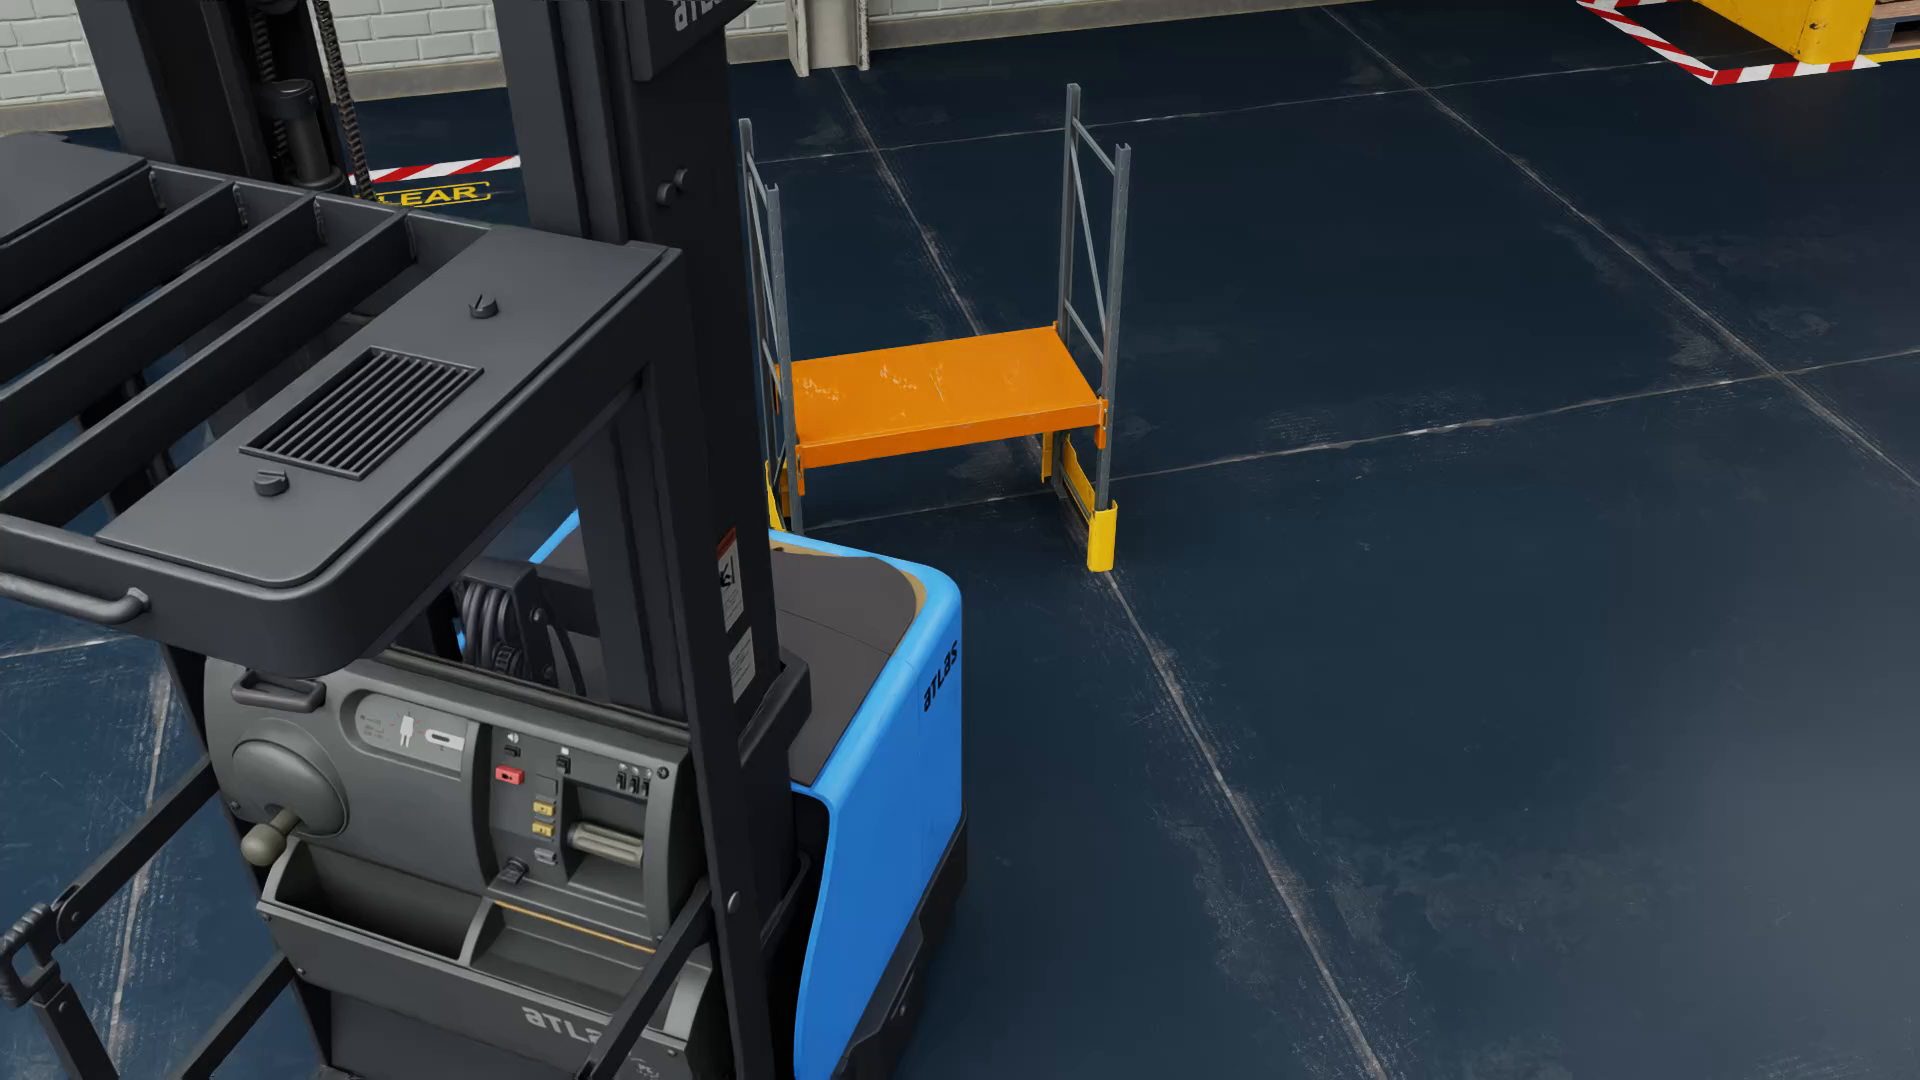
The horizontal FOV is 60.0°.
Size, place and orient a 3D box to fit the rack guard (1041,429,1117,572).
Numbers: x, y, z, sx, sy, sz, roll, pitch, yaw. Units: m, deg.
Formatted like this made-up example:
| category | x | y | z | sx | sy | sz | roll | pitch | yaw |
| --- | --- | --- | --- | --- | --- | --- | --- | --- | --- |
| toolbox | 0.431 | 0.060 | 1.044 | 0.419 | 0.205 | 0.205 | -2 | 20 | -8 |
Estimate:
| category | x | y | z | sx | sy | sz | roll | pitch | yaw |
| --- | --- | --- | --- | --- | --- | --- | --- | --- | --- |
| rack guard | 0.407 | -0.166 | 5.761 | 0.087 | 0.250 | 0.587 | -9 | 38 | -12 |

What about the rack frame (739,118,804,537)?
| category | x | y | z | sx | sy | sz | roll | pitch | yaw |
| --- | --- | --- | --- | --- | --- | --- | --- | --- | --- |
| rack frame | -0.573 | -0.502 | 5.171 | 0.032 | 1.500 | 0.500 | -9 | 38 | -12 |

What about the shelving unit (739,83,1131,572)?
| category | x | y | z | sx | sy | sz | roll | pitch | yaw |
| --- | --- | --- | --- | --- | --- | --- | --- | --- | --- |
| shelving unit | -0.074 | -0.584 | 5.279 | 1.083 | 1.500 | 0.587 | -9 | 38 | -12 |

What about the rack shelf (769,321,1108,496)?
| category | x | y | z | sx | sy | sz | roll | pitch | yaw |
| --- | --- | --- | --- | --- | --- | --- | --- | --- | --- |
| rack shelf | -0.082 | -0.439 | 5.386 | 1.000 | 0.185 | 0.538 | -9 | 38 | -12 |

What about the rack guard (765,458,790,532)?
| category | x | y | z | sx | sy | sz | roll | pitch | yaw |
| --- | --- | --- | --- | --- | --- | --- | --- | --- | --- |
| rack guard | -0.554 | -0.008 | 5.555 | 0.087 | 0.250 | 0.587 | -9 | 38 | -12 |

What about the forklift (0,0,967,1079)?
| category | x | y | z | sx | sy | sz | roll | pitch | yaw |
| --- | --- | --- | --- | --- | --- | --- | --- | --- | --- |
| forklift | -0.971 | 0.500 | 2.684 | 1.130 | 2.935 | 3.031 | 13 | 39 | 16 |

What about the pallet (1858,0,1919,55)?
| category | x | y | z | sx | sy | sz | roll | pitch | yaw |
| --- | --- | --- | --- | --- | --- | --- | --- | --- | --- |
| pallet | 5.484 | -3.177 | 9.729 | 1.213 | 0.211 | 1.003 | -9 | 38 | -12 |

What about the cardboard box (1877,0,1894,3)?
| category | x | y | z | sx | sy | sz | roll | pitch | yaw |
| --- | --- | --- | --- | --- | --- | --- | --- | --- | --- |
| cardboard box | 5.309 | -3.328 | 9.482 | 0.500 | 0.311 | 0.500 | -14 | 39 | -17 |

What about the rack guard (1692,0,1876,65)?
| category | x | y | z | sx | sy | sz | roll | pitch | yaw |
| --- | --- | --- | --- | --- | --- | --- | --- | --- | --- |
| rack guard | 4.691 | -3.184 | 9.500 | 0.348 | 0.500 | 1.175 | -9 | 38 | -12 |

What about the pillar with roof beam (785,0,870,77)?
| category | x | y | z | sx | sy | sz | roll | pitch | yaw |
| --- | --- | --- | --- | --- | --- | --- | --- | --- | --- |
| pillar with roof beam | 0.398 | -3.690 | 3.167 | 0.400 | 9.000 | 9.100 | -9 | 38 | -12 |

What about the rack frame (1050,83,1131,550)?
| category | x | y | z | sx | sy | sz | roll | pitch | yaw |
| --- | --- | --- | --- | --- | --- | --- | --- | --- | --- |
| rack frame | 0.408 | -0.663 | 5.382 | 0.032 | 1.500 | 0.500 | -9 | 38 | -12 |
